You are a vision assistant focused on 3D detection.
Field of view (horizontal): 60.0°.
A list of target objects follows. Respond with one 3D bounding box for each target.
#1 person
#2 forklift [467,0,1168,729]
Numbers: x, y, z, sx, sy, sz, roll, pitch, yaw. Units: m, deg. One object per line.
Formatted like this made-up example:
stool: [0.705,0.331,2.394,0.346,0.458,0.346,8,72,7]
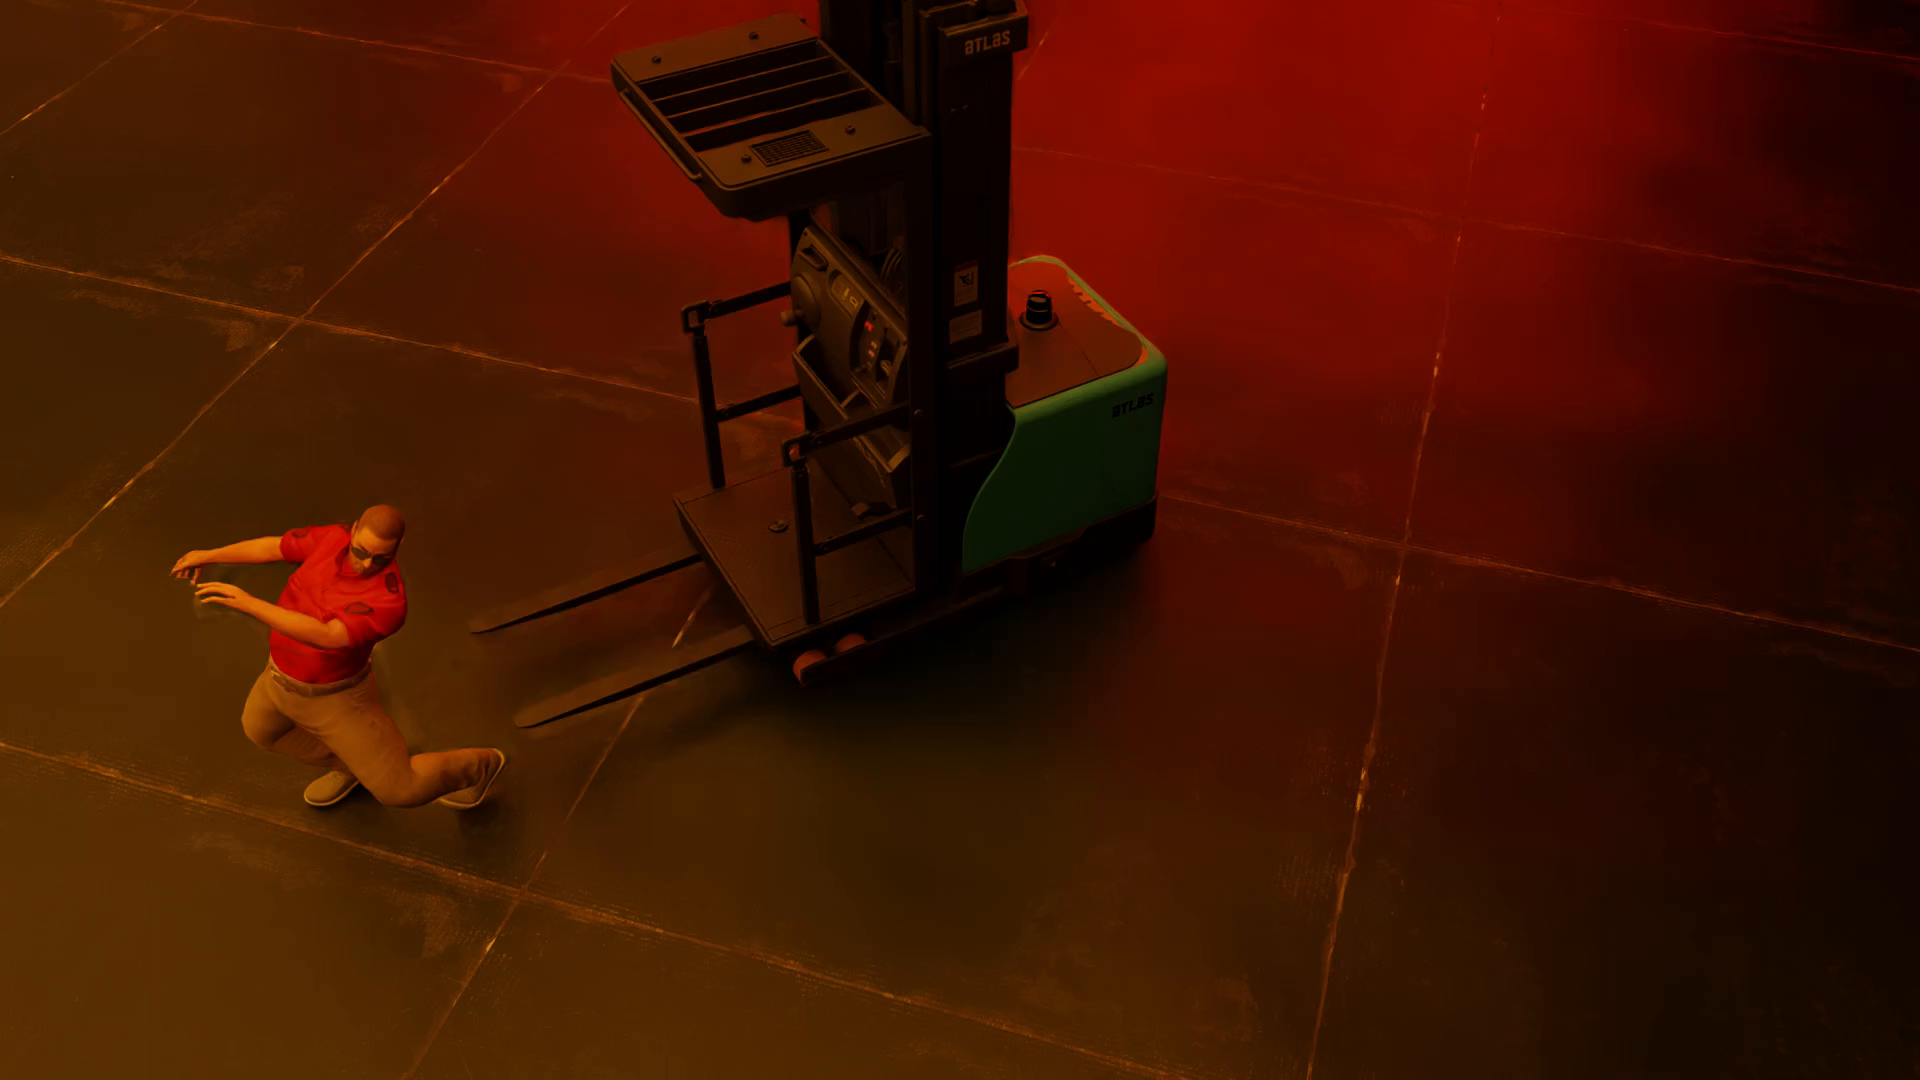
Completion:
person: [-2.434,0.476,6.223,1.079,1.496,0.700,23,48,23]
forklift: [-0.629,-0.853,6.606,3.031,2.935,1.130,-21,47,-21]
